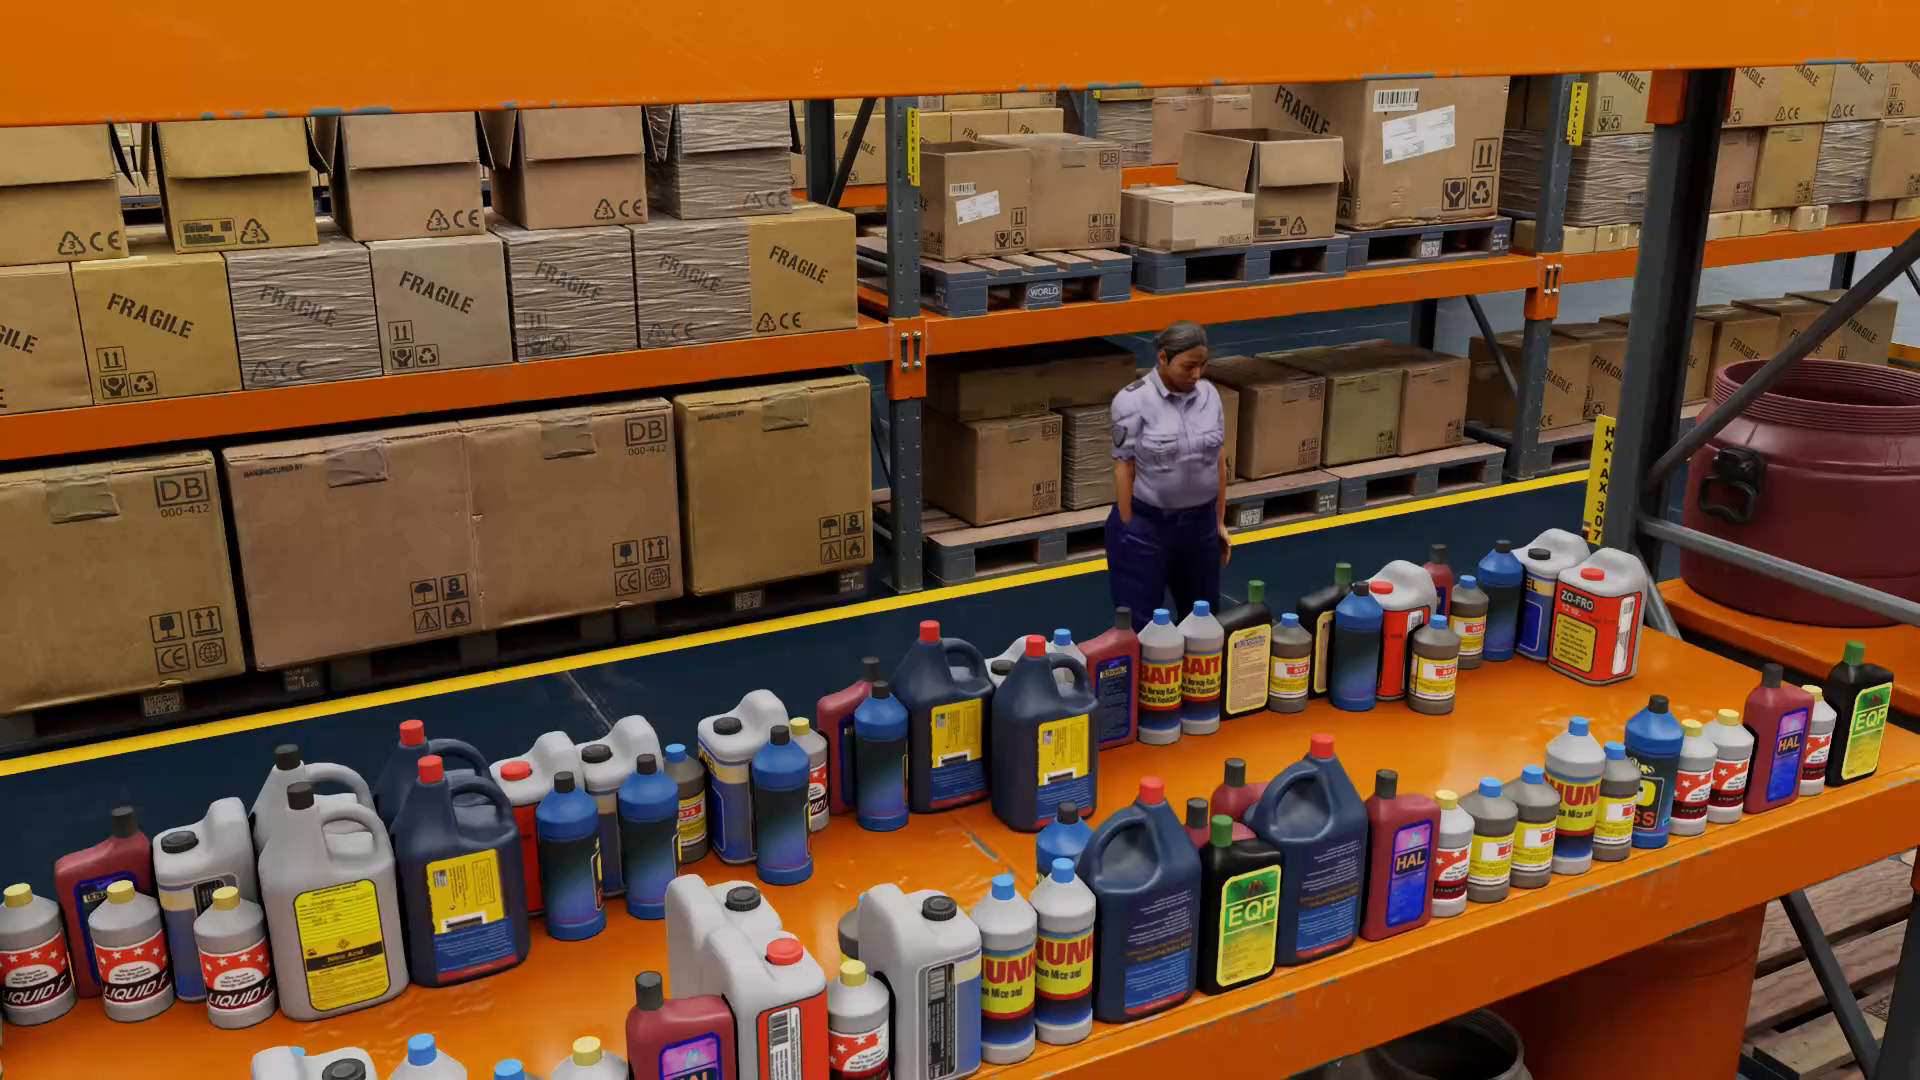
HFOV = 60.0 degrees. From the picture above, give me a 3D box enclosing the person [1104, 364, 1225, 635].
[{"bbox_3d":[0.771,0.069,6.194,0.473,1.457,0.337,-9,21,-26],"label":"person"}]
